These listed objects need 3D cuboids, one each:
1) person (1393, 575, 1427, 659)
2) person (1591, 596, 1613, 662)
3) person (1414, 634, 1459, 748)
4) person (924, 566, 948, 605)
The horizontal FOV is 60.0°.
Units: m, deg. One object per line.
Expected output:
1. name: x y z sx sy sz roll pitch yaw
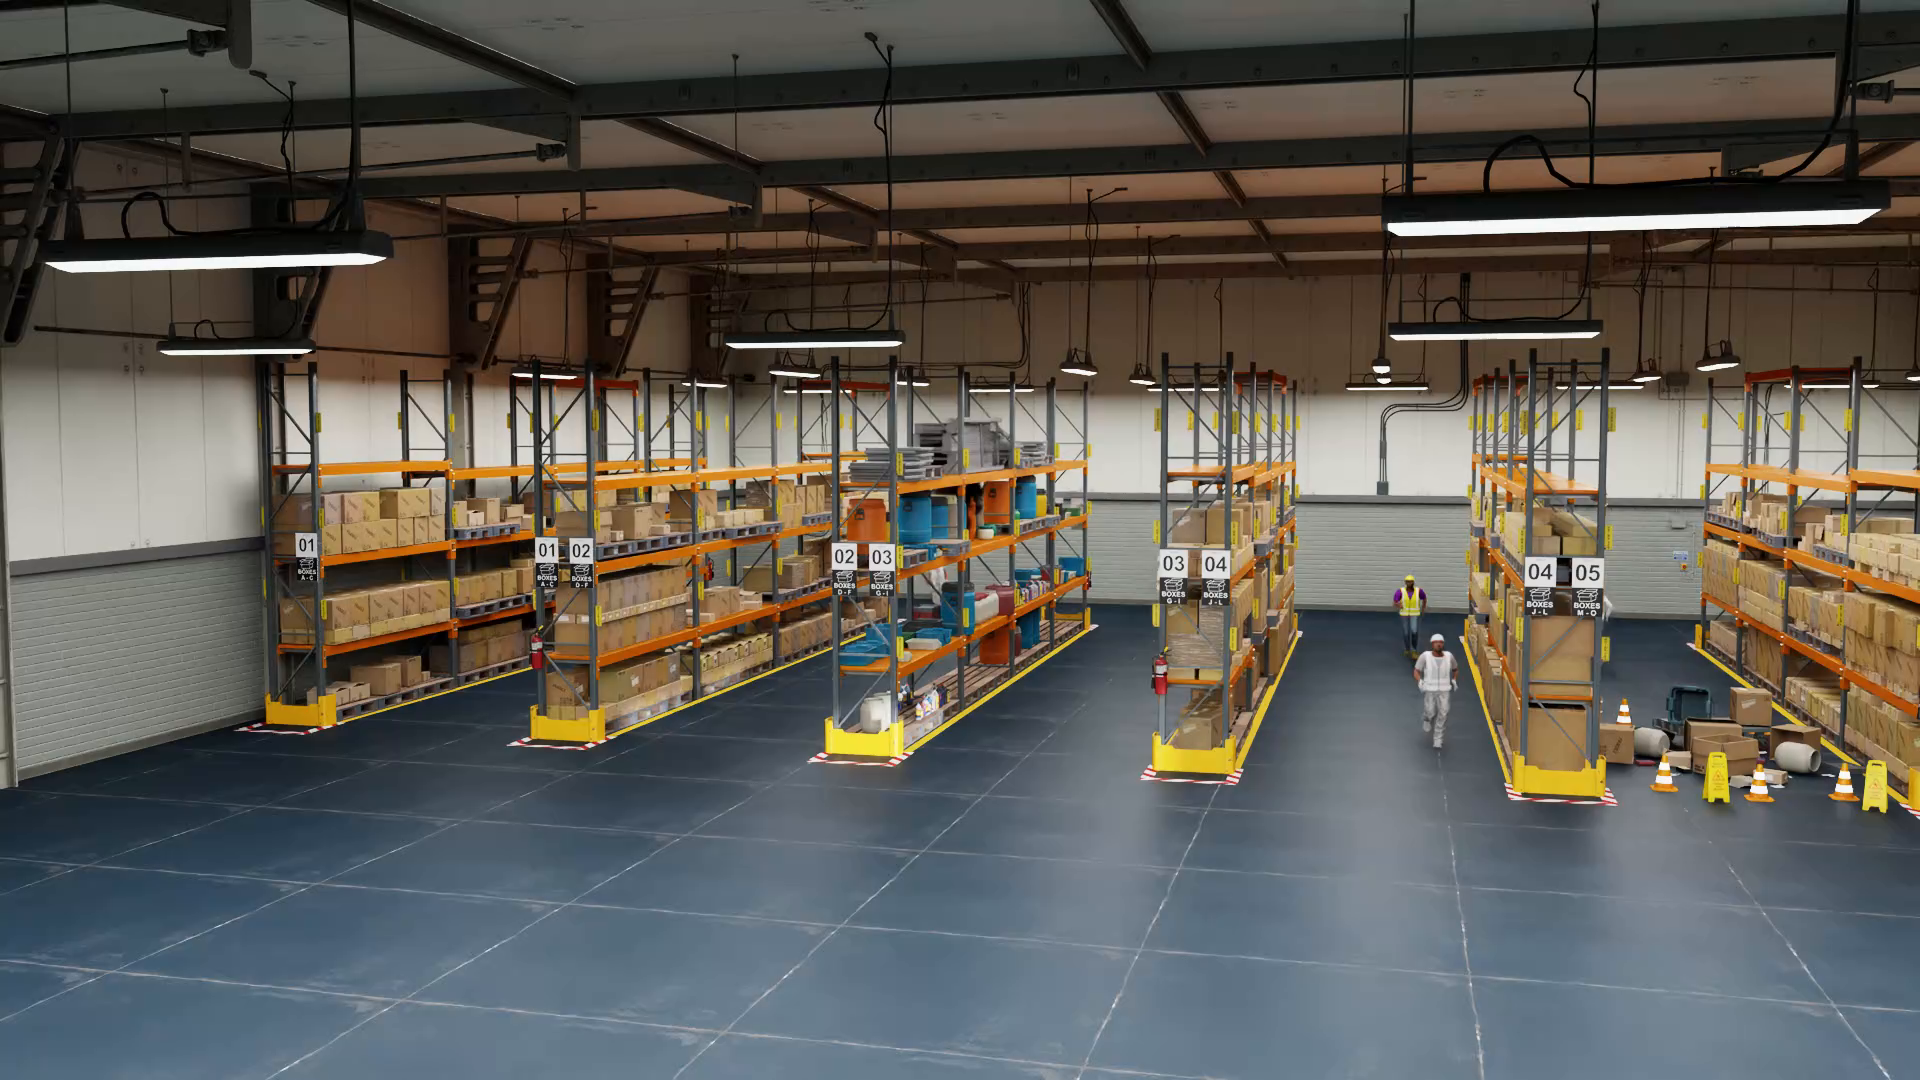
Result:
1. person: 9.559 1.641 35.395 0.687 1.797 0.732 1 4 19
2. person: 13.204 1.706 34.593 0.596 1.719 0.879 0 4 1
3. person: 7.394 2.326 25.775 0.692 1.751 0.746 0 4 5
4. person: -0.568 1.247 40.843 0.639 1.804 0.712 -1 4 -7
